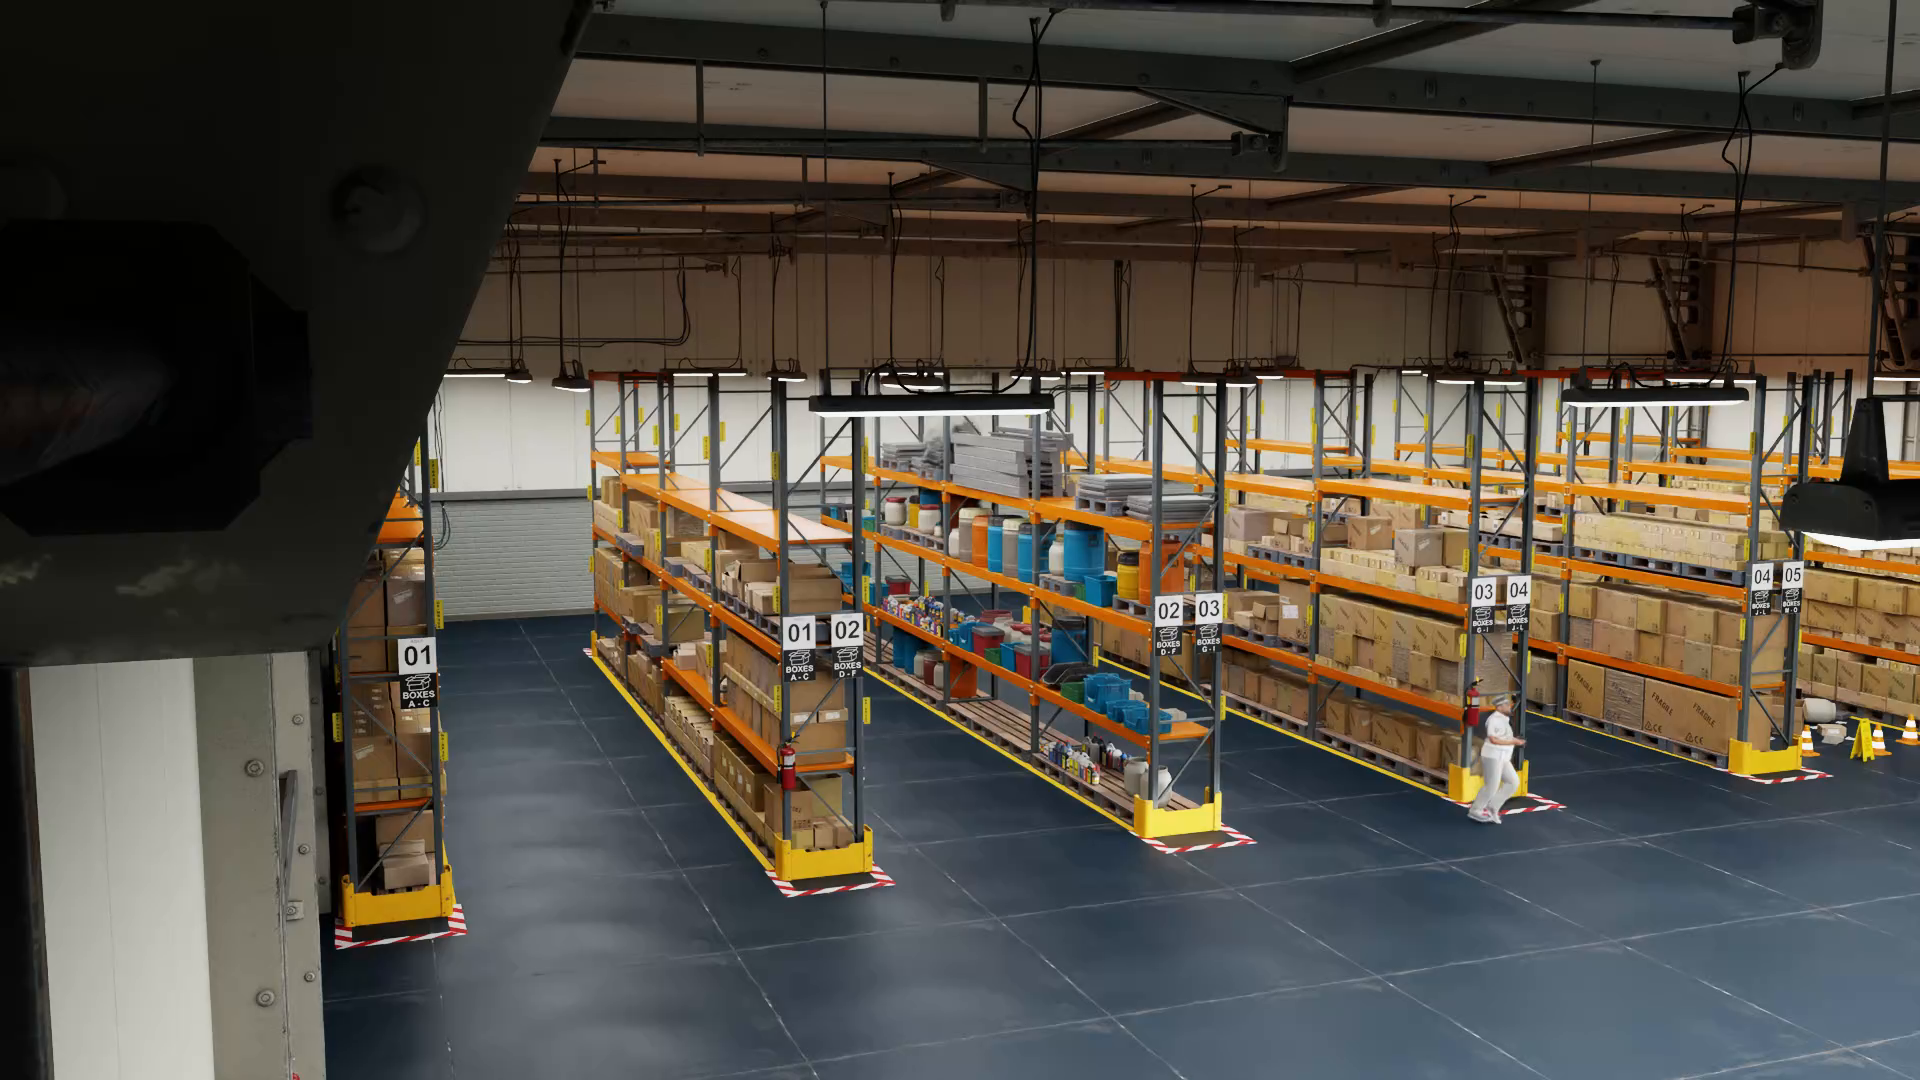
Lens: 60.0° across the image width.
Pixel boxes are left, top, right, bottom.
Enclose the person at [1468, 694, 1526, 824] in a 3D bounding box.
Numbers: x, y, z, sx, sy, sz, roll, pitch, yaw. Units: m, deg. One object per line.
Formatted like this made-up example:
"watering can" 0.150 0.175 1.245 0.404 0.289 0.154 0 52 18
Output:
"person" 7.314 2.969 22.495 0.693 1.809 0.661 4 8 32
